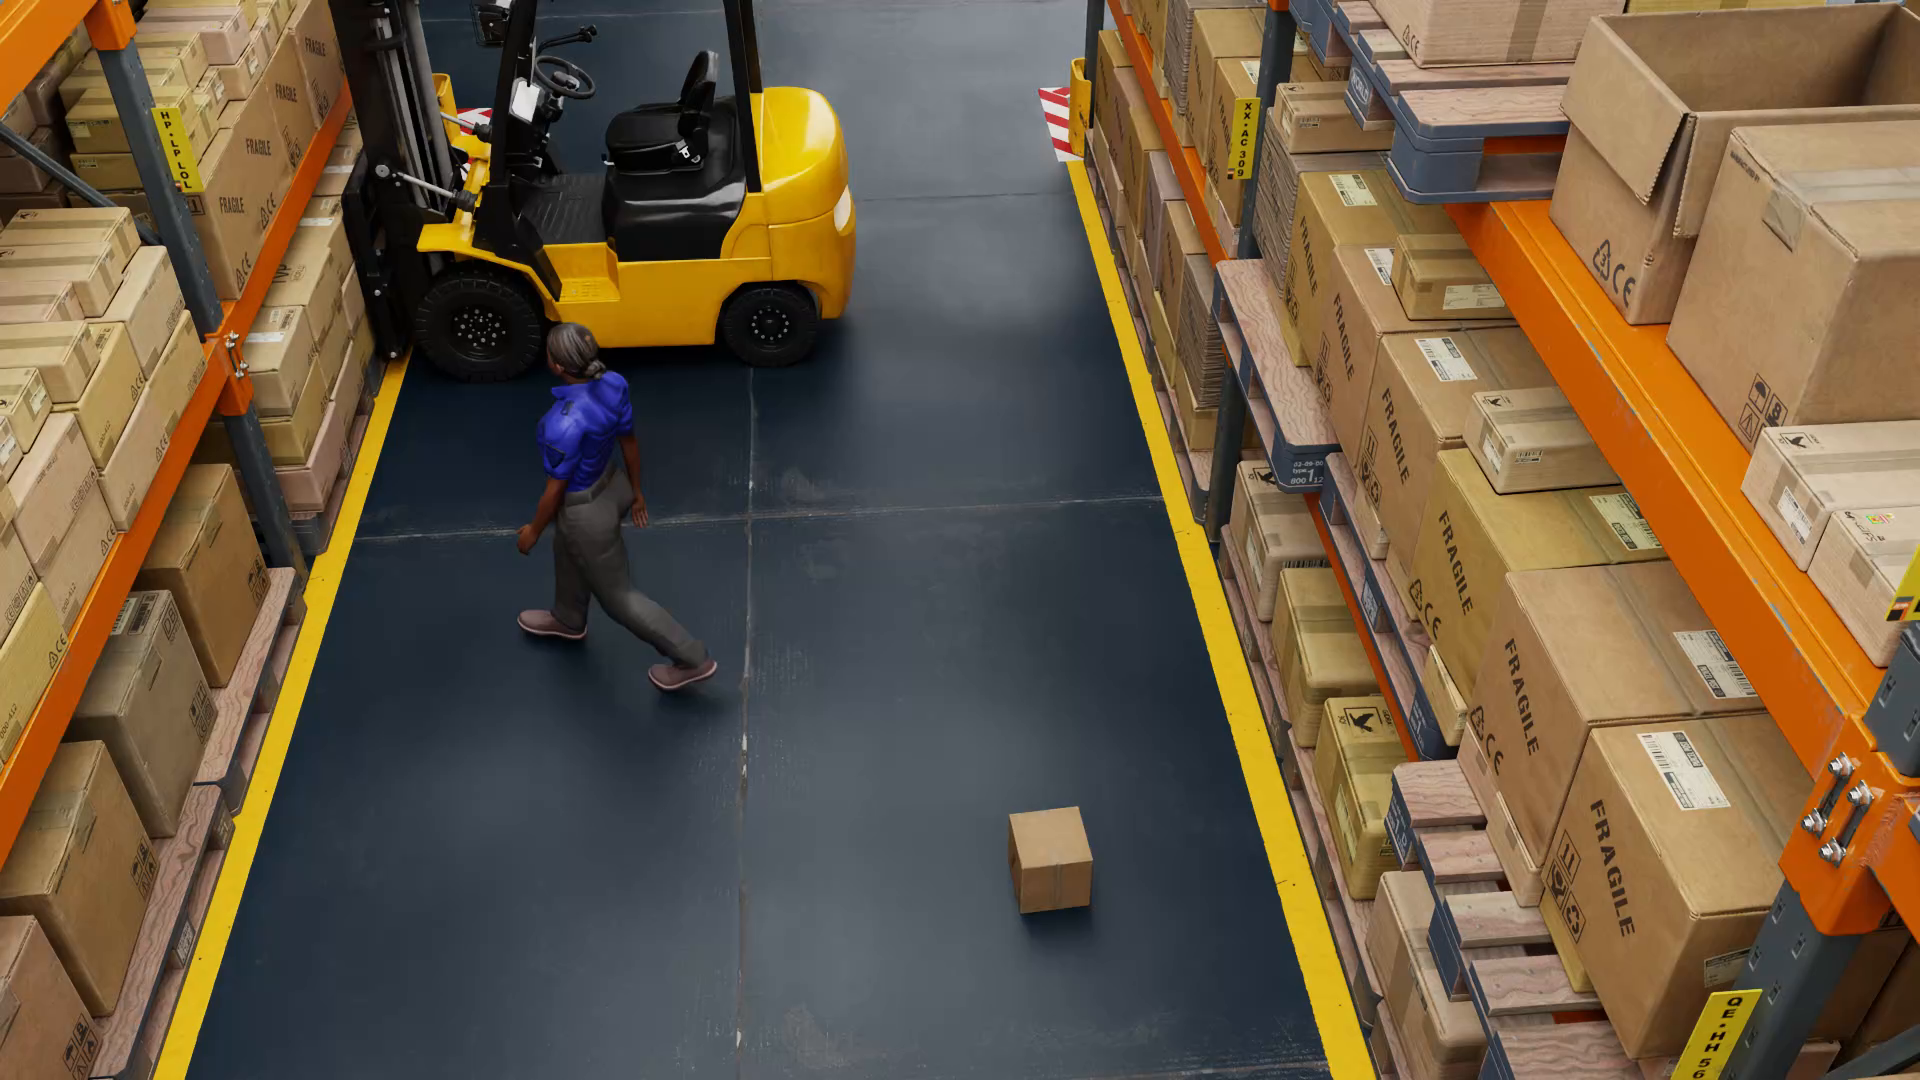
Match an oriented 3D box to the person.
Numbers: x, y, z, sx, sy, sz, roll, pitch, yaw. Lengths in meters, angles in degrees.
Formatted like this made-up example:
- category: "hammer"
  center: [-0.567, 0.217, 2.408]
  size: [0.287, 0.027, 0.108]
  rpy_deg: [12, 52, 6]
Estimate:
- category: "person"
  center: [-1.409, -0.125, 6.307]
  size: [0.951, 1.612, 0.456]
  rpy_deg: [9, 40, 11]
